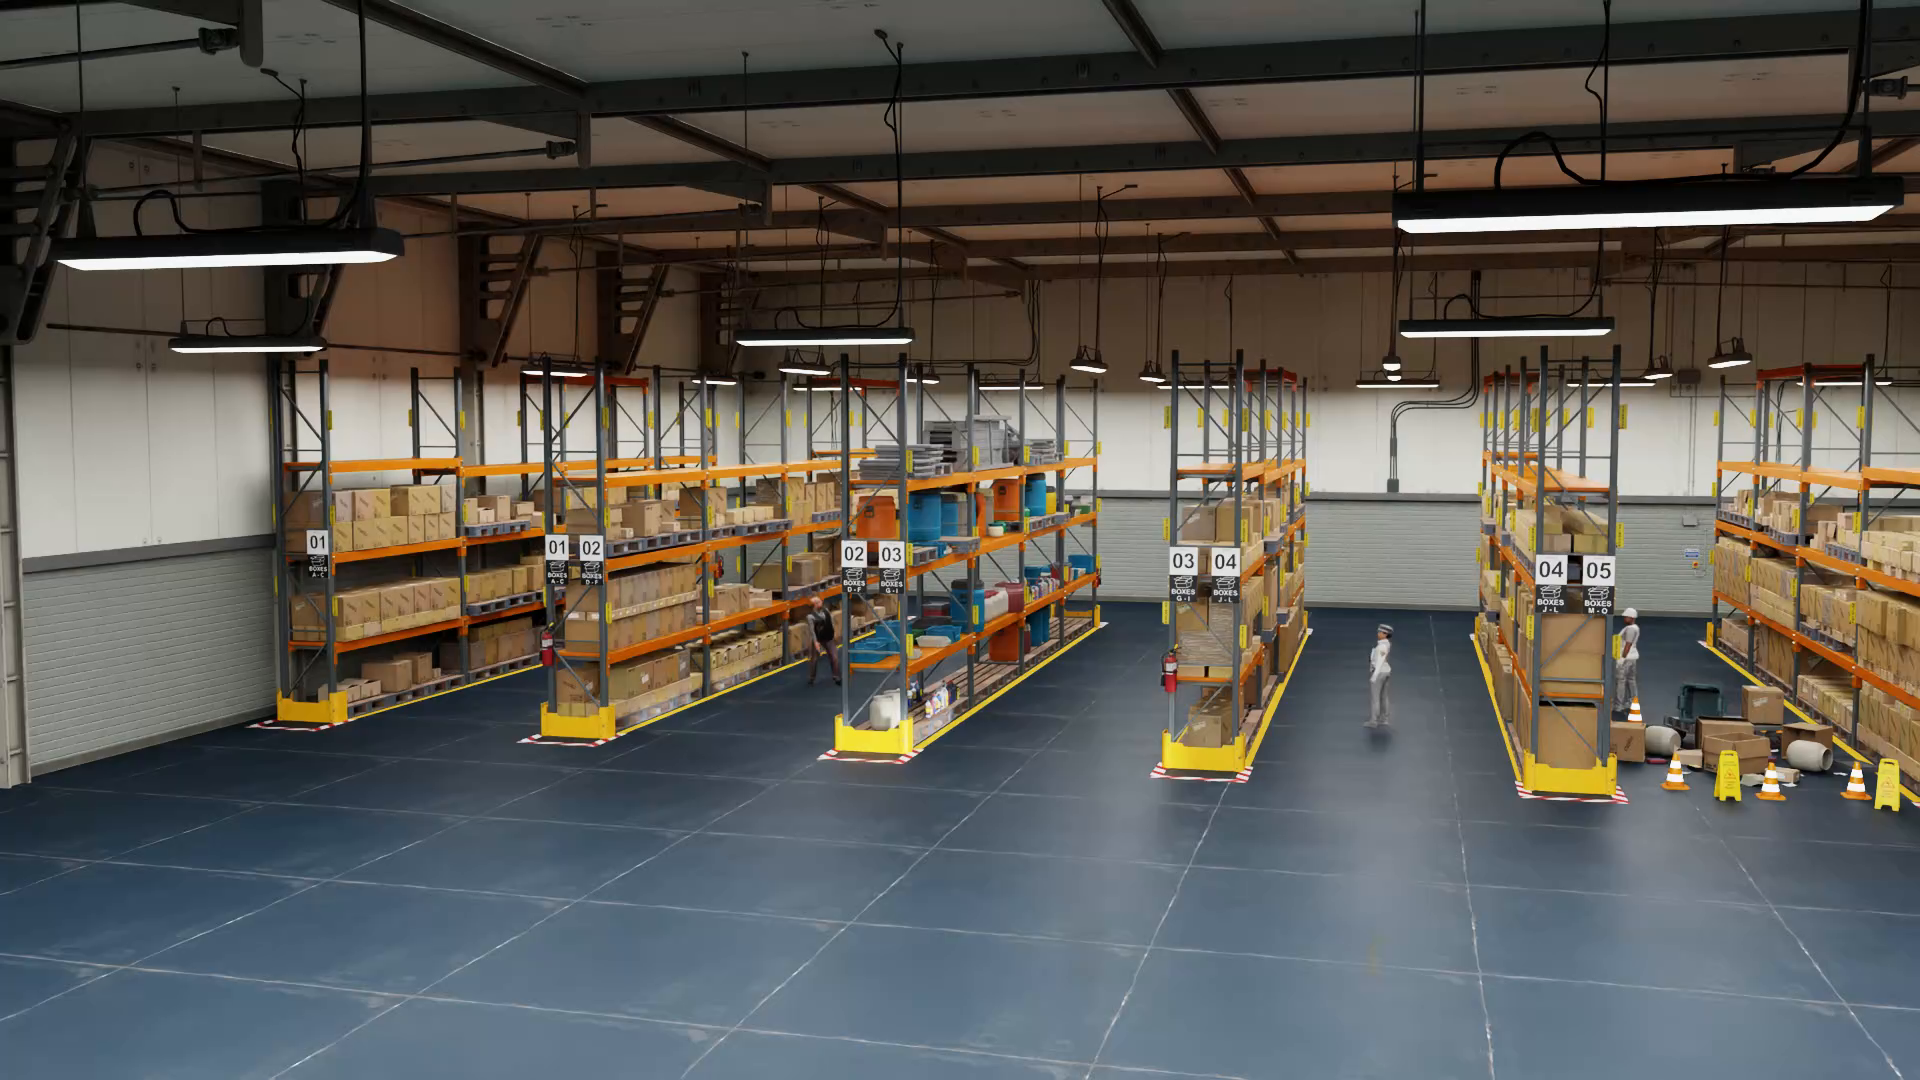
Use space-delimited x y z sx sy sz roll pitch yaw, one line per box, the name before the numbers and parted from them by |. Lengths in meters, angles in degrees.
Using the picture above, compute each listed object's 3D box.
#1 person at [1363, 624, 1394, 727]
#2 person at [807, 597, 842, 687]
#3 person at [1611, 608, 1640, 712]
person | 6.860 2.210 27.191 0.413 1.694 0.532 3 5 35
person | -2.554 1.903 31.265 0.692 1.697 0.663 -2 5 -28
person | 11.481 2.062 28.672 0.629 1.790 0.490 -4 6 -42
